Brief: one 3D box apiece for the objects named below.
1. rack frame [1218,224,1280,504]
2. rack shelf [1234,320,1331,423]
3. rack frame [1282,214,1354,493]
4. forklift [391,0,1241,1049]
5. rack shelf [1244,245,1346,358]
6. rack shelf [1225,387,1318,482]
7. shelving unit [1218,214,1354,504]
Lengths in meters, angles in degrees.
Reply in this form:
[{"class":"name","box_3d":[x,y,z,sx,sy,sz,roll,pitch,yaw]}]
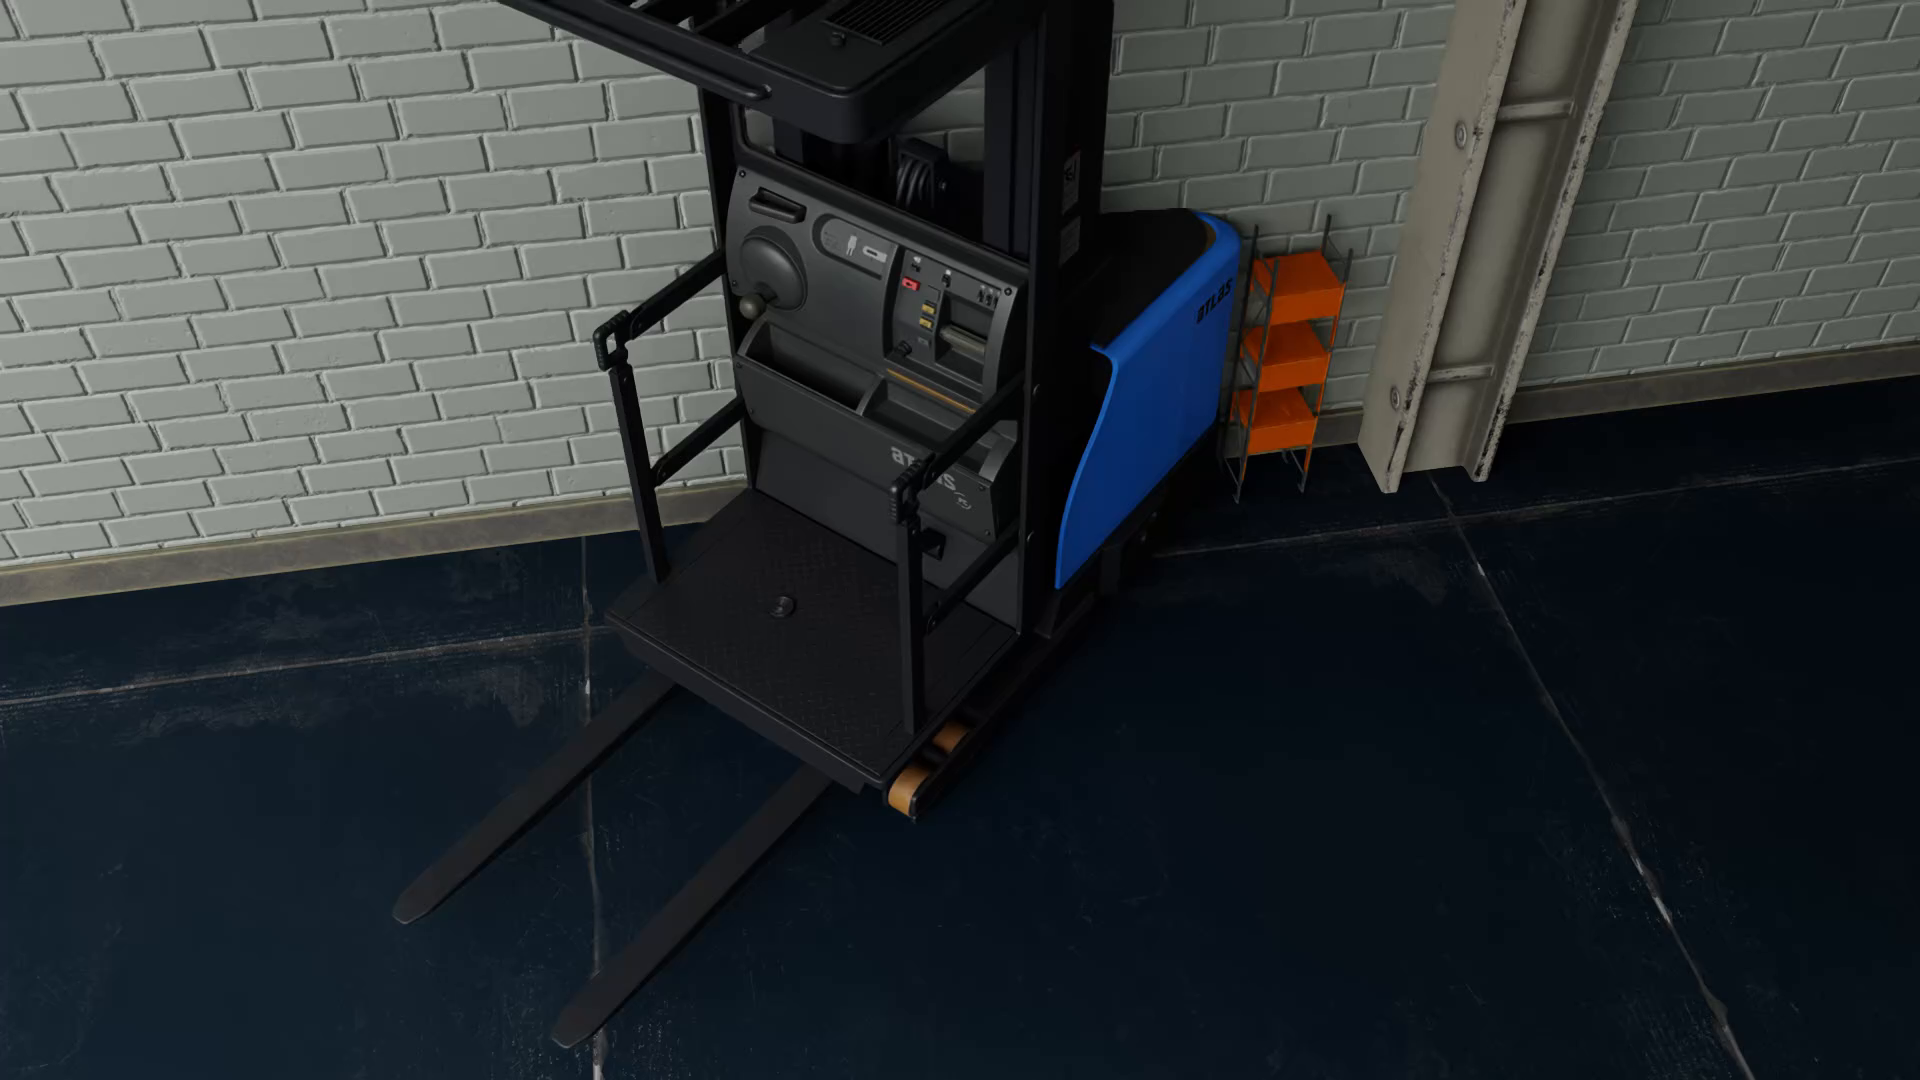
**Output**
[{"class":"rack frame","box_3d":[0.958,-0.563,5.563,0.008,1.050,0.200,-9,47,-9]},{"class":"rack shelf","box_3d":[1.077,-0.575,5.590,0.240,0.259,0.215,-9,47,-9]},{"class":"rack frame","box_3d":[1.195,-0.603,5.602,0.008,1.050,0.200,-9,47,-9]},{"class":"forklift","box_3d":[-0.373,-0.598,4.291,1.130,2.935,3.031,28,52,24]},{"class":"rack shelf","box_3d":[1.077,-0.772,5.386,0.240,0.259,0.215,-9,47,-9]},{"class":"rack shelf","box_3d":[1.077,-0.383,5.790,0.240,0.259,0.215,-9,47,-9]},{"class":"shelving unit","box_3d":[1.077,-0.583,5.583,0.252,1.050,0.215,-9,47,-9]}]
